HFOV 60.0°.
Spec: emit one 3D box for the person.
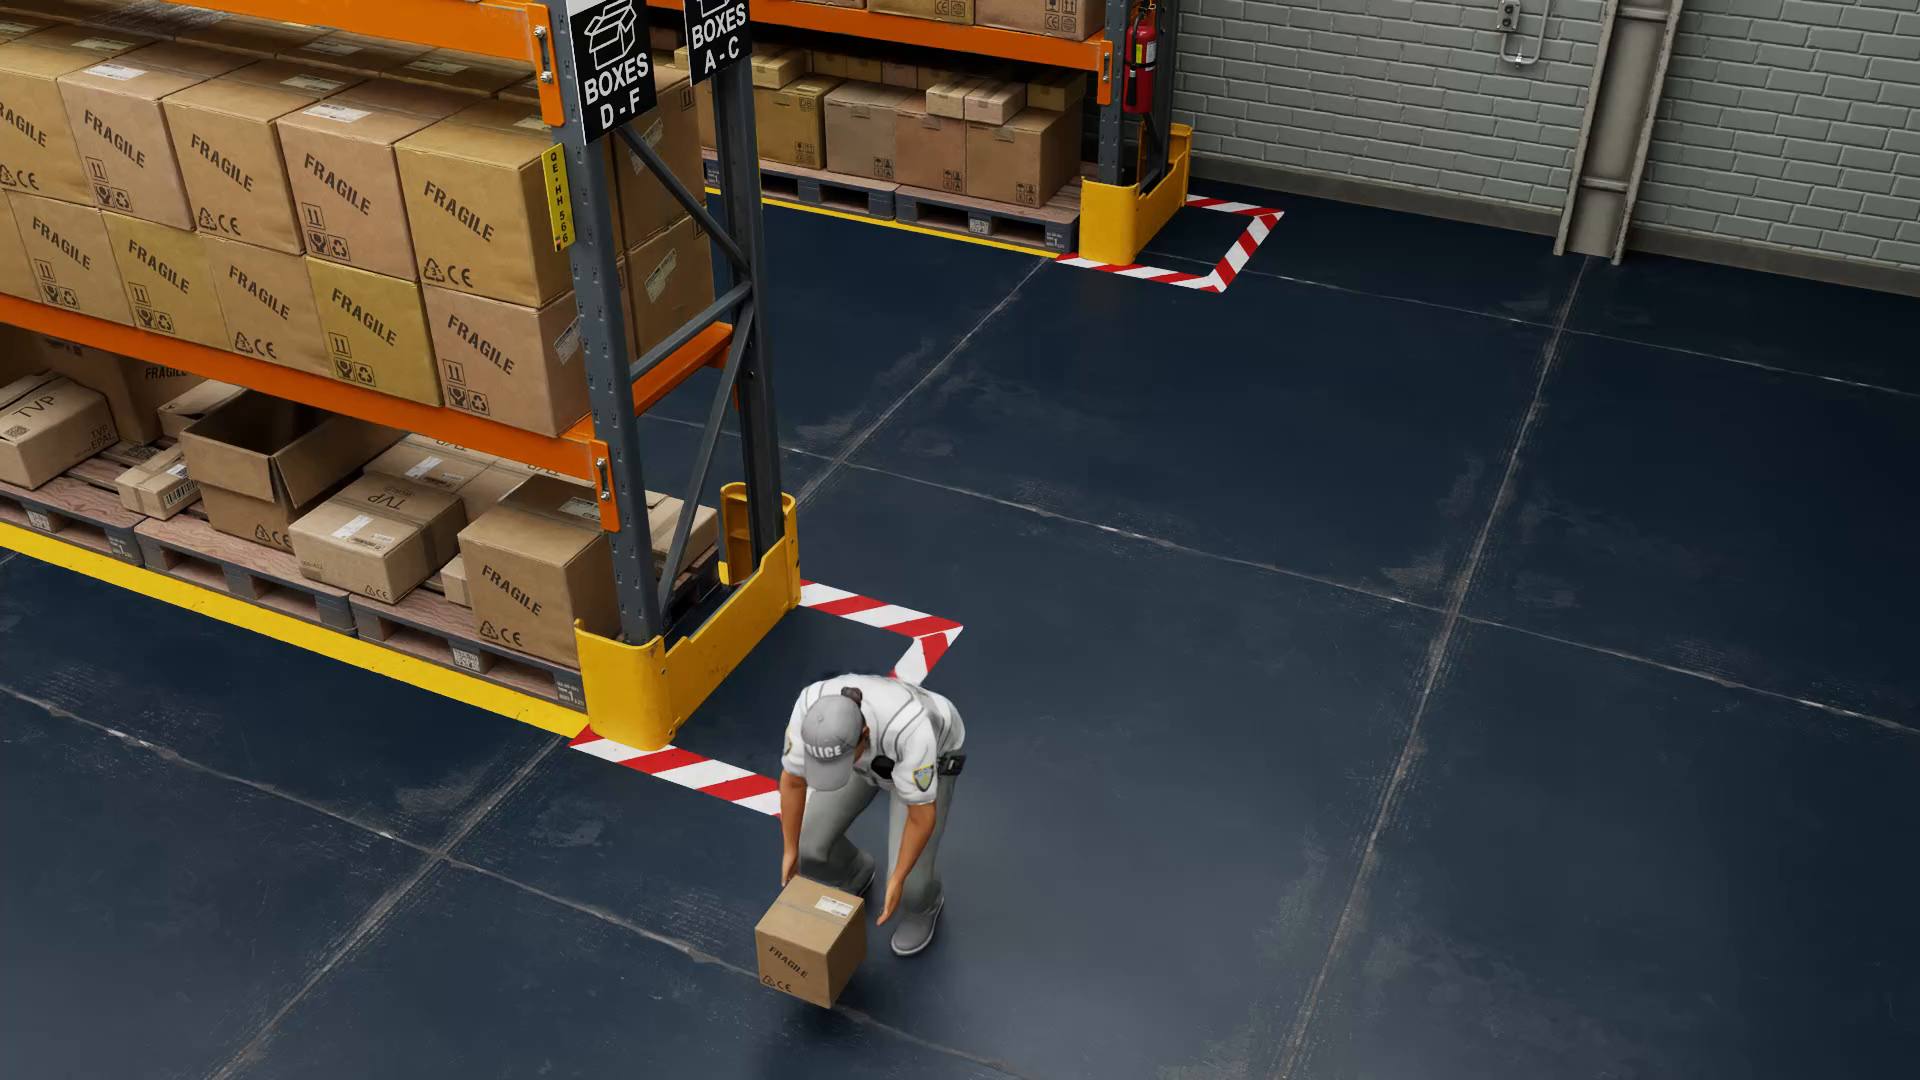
[{"bbox_3d":[-0.266,0.827,5.322,0.541,1.212,0.803,14,37,20],"label":"person"}]
